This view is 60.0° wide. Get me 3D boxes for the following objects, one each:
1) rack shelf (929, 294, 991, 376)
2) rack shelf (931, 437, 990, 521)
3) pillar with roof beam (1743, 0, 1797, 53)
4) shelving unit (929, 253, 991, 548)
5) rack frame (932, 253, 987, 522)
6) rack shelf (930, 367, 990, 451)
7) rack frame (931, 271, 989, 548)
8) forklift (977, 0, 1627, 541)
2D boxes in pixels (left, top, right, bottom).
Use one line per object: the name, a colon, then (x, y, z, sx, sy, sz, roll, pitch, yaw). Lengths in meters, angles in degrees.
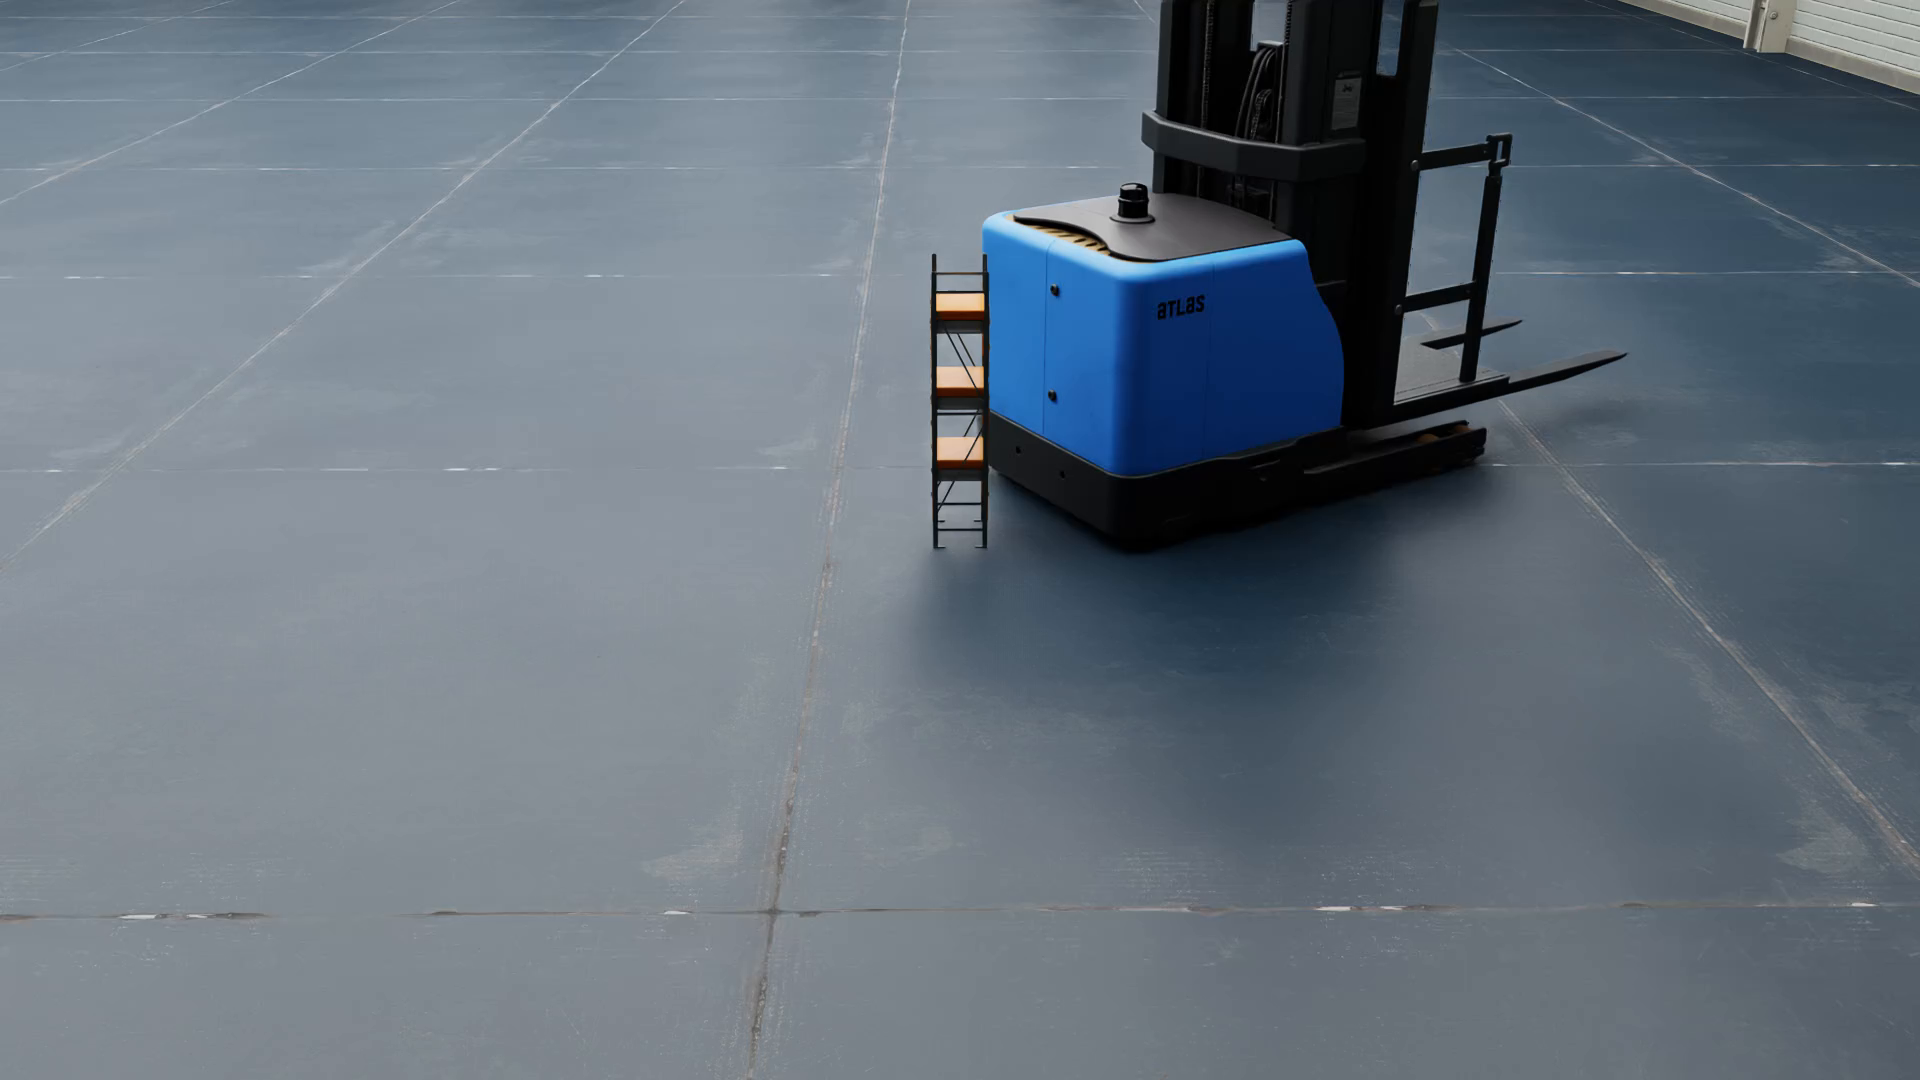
rack shelf: (-0.001, -0.749, 5.970, 0.215, 0.259, 0.240, 0, 24, -1)
rack shelf: (-0.001, -0.238, 6.201, 0.215, 0.259, 0.240, 0, 24, -1)
pillar with roof beam: (4.380, -9.368, 16.044, 9.100, 9.000, 0.400, 0, 24, -1)
shelving unit: (-0.001, -0.500, 6.082, 0.215, 1.050, 0.252, 0, 24, -1)
rack frame: (-0.002, -0.551, 6.194, 0.200, 1.050, 0.008, 0, 24, -1)
rack shelf: (-0.001, -0.491, 6.087, 0.215, 0.259, 0.240, 0, 24, -1)
rack frame: (0.001, -0.450, 5.971, 0.200, 1.050, 0.008, 0, 24, -1)
forklift: (1.593, -1.773, 6.614, 3.031, 2.935, 1.130, -14, 28, -29)
